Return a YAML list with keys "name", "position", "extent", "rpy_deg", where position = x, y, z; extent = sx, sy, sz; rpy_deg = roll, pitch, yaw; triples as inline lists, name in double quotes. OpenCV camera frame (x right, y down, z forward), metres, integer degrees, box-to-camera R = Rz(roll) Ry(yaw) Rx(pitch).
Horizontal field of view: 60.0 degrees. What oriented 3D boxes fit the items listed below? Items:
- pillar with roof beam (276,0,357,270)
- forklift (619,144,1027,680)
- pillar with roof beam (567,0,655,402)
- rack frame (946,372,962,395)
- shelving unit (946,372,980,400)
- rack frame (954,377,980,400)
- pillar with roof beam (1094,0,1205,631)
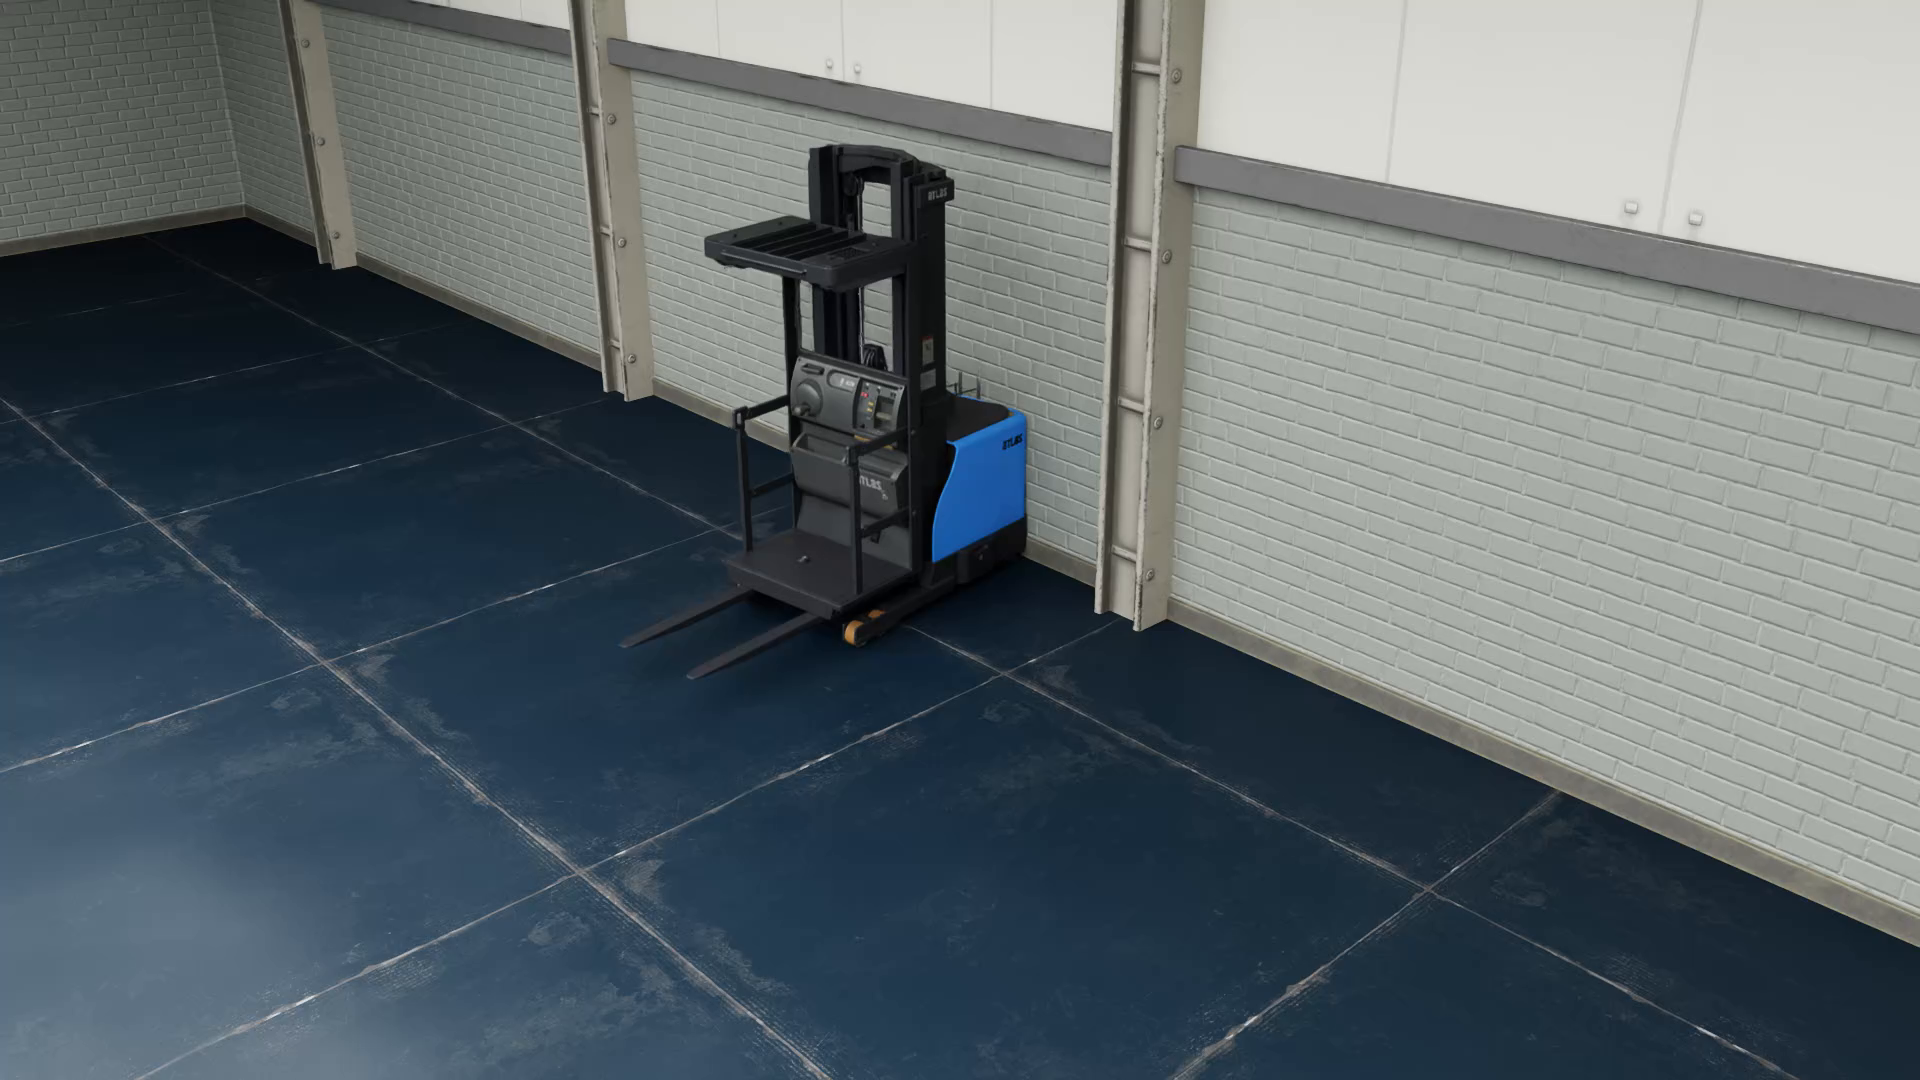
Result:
- name: "pillar with roof beam"
  position: [-10.211, -6.019, 14.398]
  extent: [9.100, 9.000, 0.400]
  rpy_deg: [-21, 32, -38]
- name: "forklift"
  position: [-0.856, -0.889, 10.465]
  extent: [1.130, 2.935, 3.031]
  rpy_deg: [19, 31, 35]
- name: "pillar with roof beam"
  position: [-6.110, -4.201, 10.414]
  extent: [9.100, 9.000, 0.400]
  rpy_deg: [-21, 32, -38]
- name: "rack frame"
  position: [-0.070, -0.604, 11.907]
  extent: [0.240, 1.200, 0.006]
  rpy_deg: [-20, 29, -40]
- name: "shelving unit"
  position: [-0.007, -0.580, 11.845]
  extent: [0.258, 1.200, 0.189]
  rpy_deg: [-20, 29, -40]
- name: "rack frame"
  position: [0.056, -0.556, 11.783]
  extent: [0.240, 1.200, 0.006]
  rpy_deg: [-20, 29, -40]
- name: "pillar with roof beam"
  position: [-2.009, -2.383, 6.429]
  extent: [9.100, 9.000, 0.400]
  rpy_deg: [-21, 32, -38]
